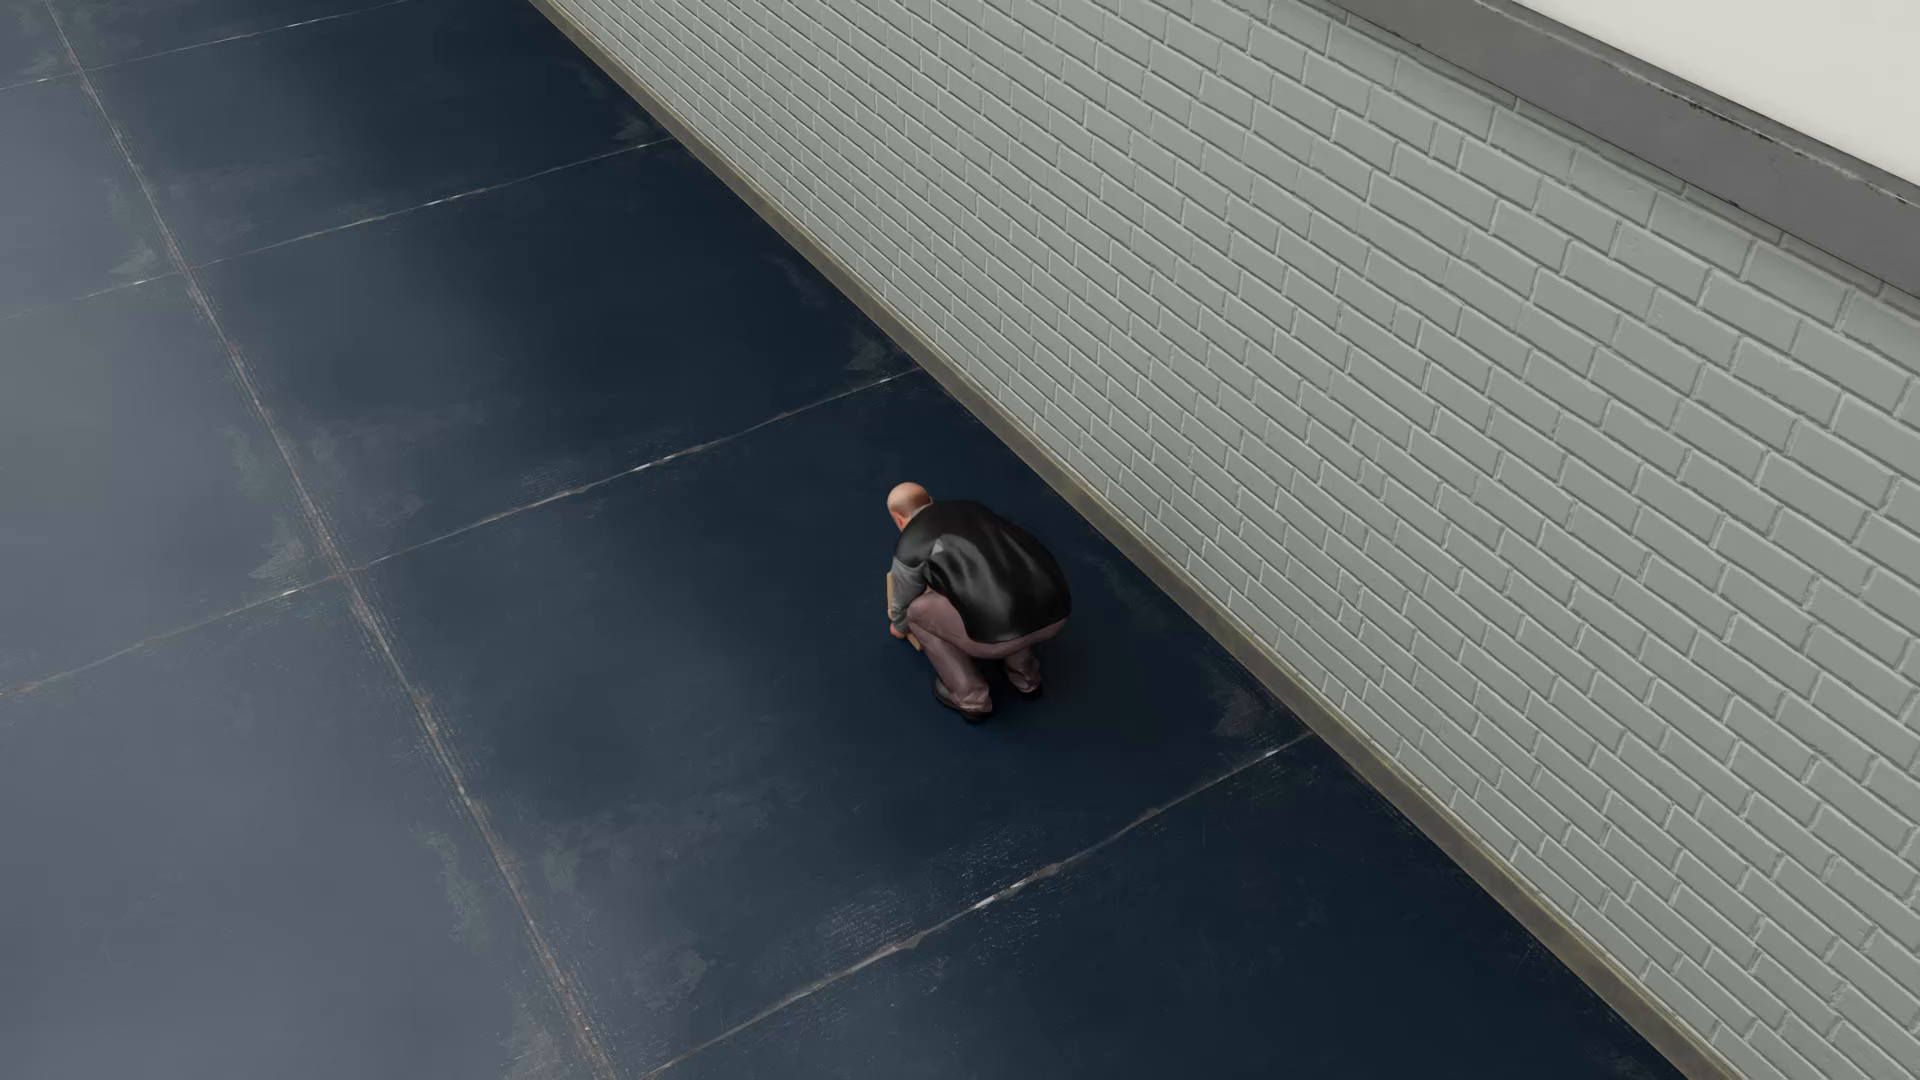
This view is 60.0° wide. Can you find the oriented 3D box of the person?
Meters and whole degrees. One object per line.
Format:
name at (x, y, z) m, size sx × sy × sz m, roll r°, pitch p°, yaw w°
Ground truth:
person at (0.027, 0.231, 6.624) m, size 0.508 × 0.825 × 0.951 m, roll -24°, pitch 46°, yaw -25°
